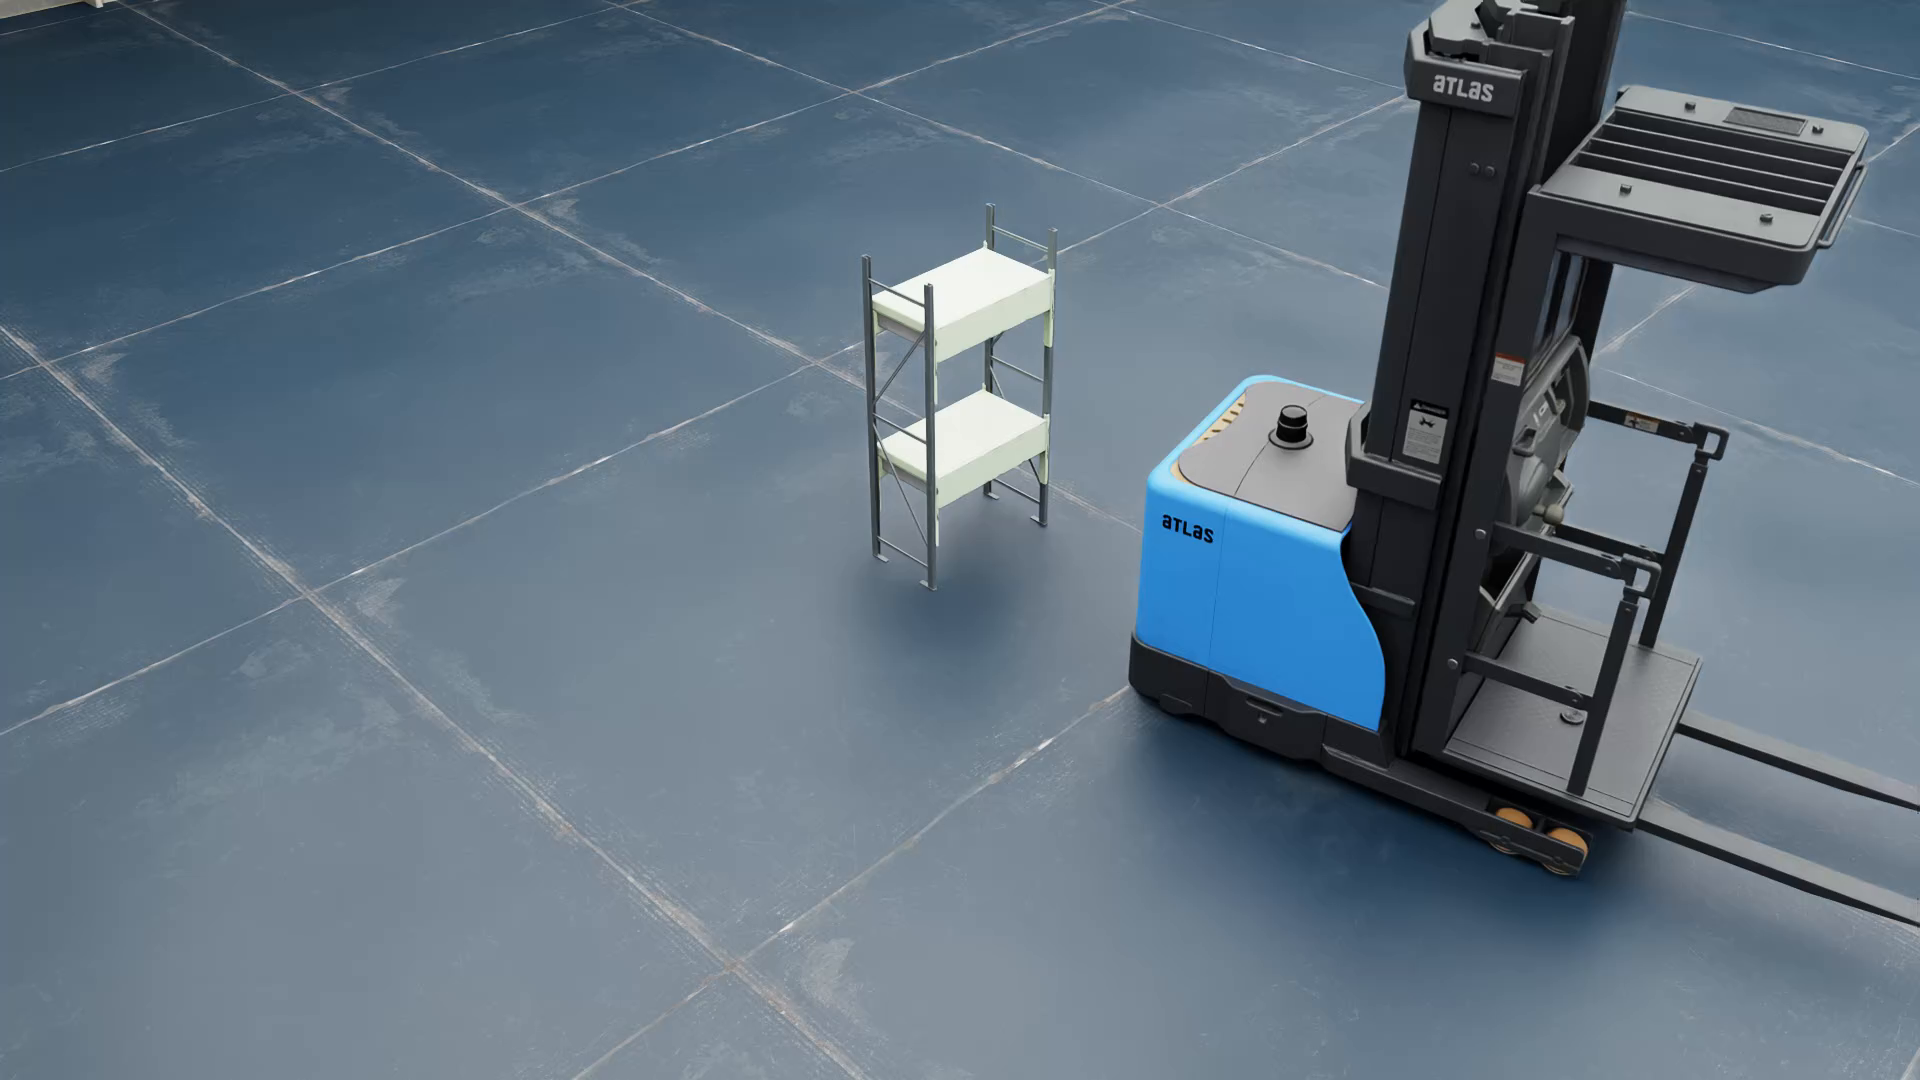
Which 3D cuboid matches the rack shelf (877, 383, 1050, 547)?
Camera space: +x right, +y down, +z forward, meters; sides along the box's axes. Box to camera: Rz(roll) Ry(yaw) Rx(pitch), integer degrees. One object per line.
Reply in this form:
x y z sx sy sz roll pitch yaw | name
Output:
0.005 -0.350 7.511 0.431 0.370 0.720 30 45 35 | rack shelf

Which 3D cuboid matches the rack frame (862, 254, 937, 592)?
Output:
-0.253 -0.469 7.112 0.400 1.500 0.023 30 45 35 | rack frame

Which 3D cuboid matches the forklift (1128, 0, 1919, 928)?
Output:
2.208 -0.341 5.676 3.031 2.935 1.130 20 40 26 | forklift

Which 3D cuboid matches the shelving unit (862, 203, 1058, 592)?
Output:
0.005 -0.618 7.325 0.431 1.500 0.755 30 45 35 | shelving unit

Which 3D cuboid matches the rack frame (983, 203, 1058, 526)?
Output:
0.263 -0.766 7.538 0.400 1.500 0.023 30 45 35 | rack frame

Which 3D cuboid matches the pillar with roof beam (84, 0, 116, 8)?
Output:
-4.350 -6.682 9.465 9.100 9.000 0.400 30 45 35 | pillar with roof beam

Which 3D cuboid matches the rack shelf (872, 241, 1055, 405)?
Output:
0.005 -0.938 7.102 0.431 0.370 0.720 30 45 35 | rack shelf
